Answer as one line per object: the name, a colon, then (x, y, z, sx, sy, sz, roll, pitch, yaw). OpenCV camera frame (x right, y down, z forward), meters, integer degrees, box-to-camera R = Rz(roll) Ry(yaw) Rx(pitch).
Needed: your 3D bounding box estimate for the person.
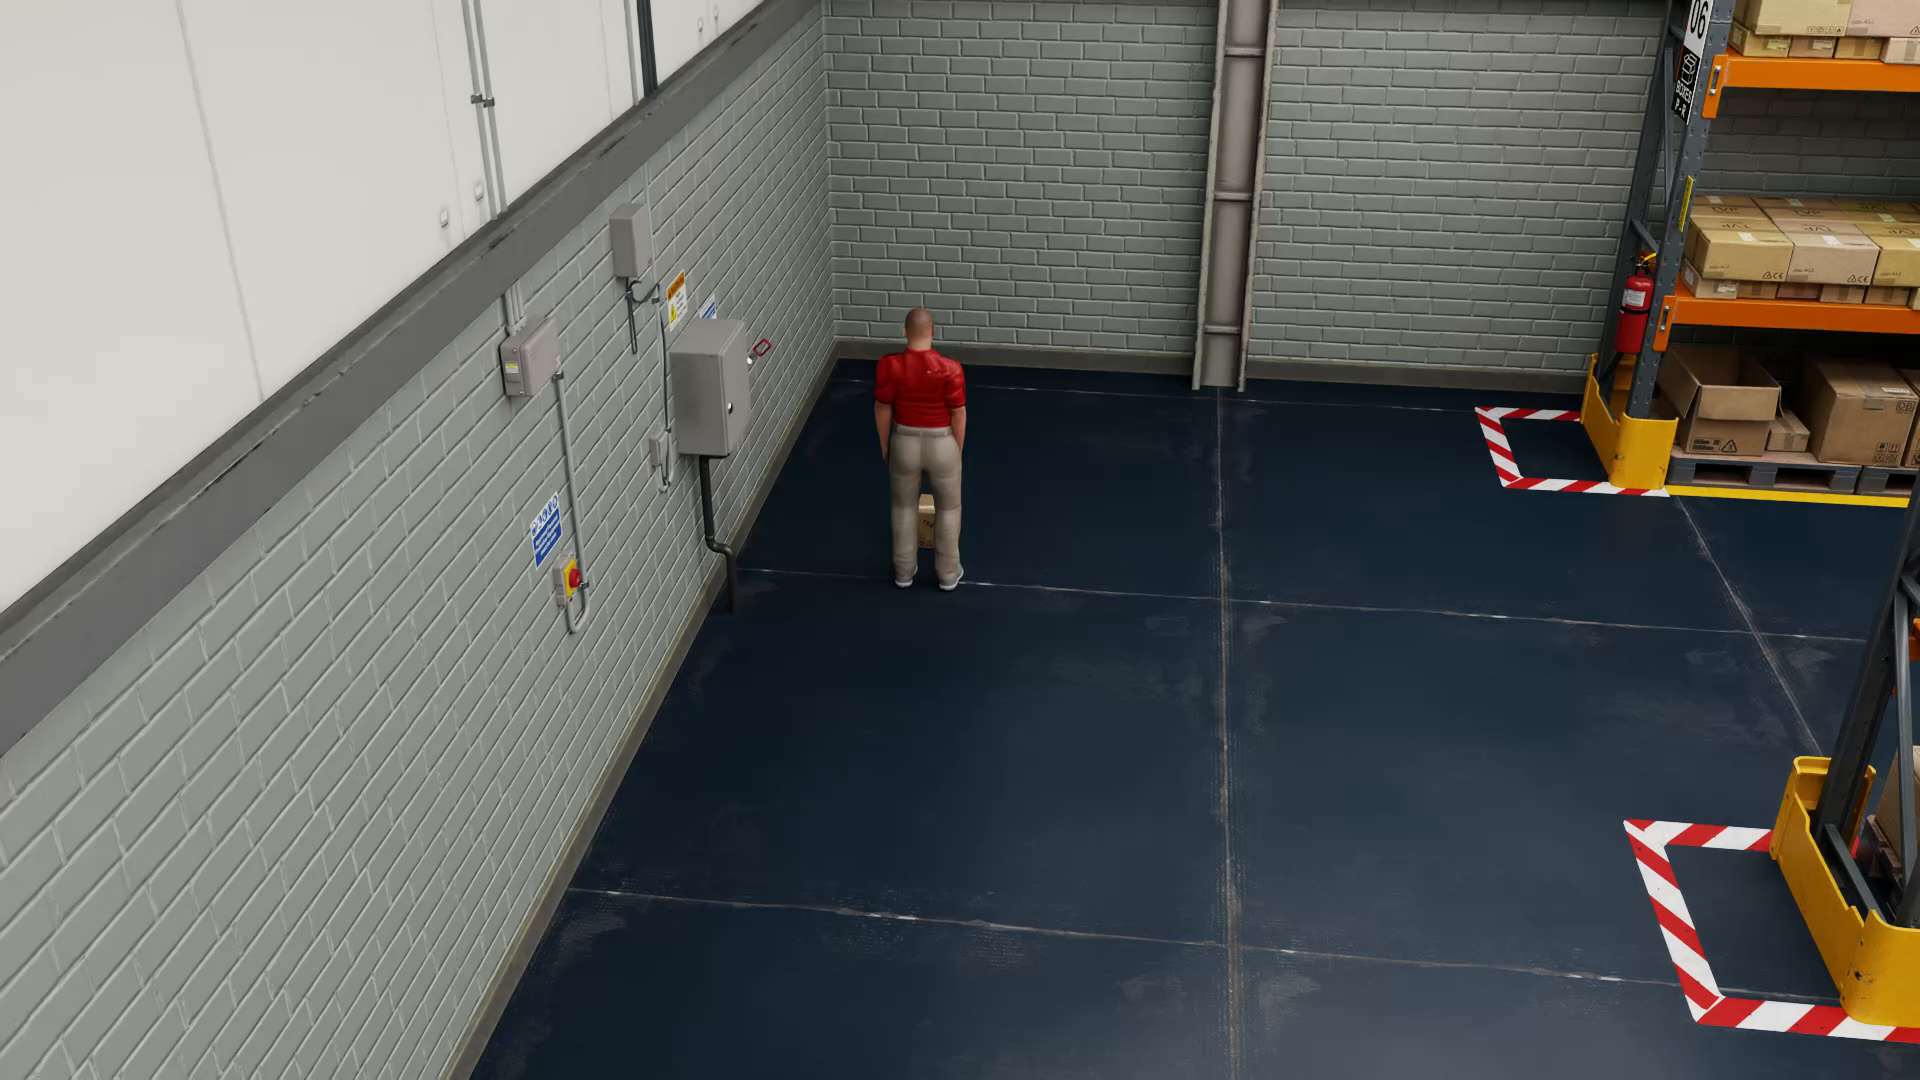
person: (-0.221, -0.528, 9.639, 0.530, 1.721, 0.358, 4, 28, 7)
